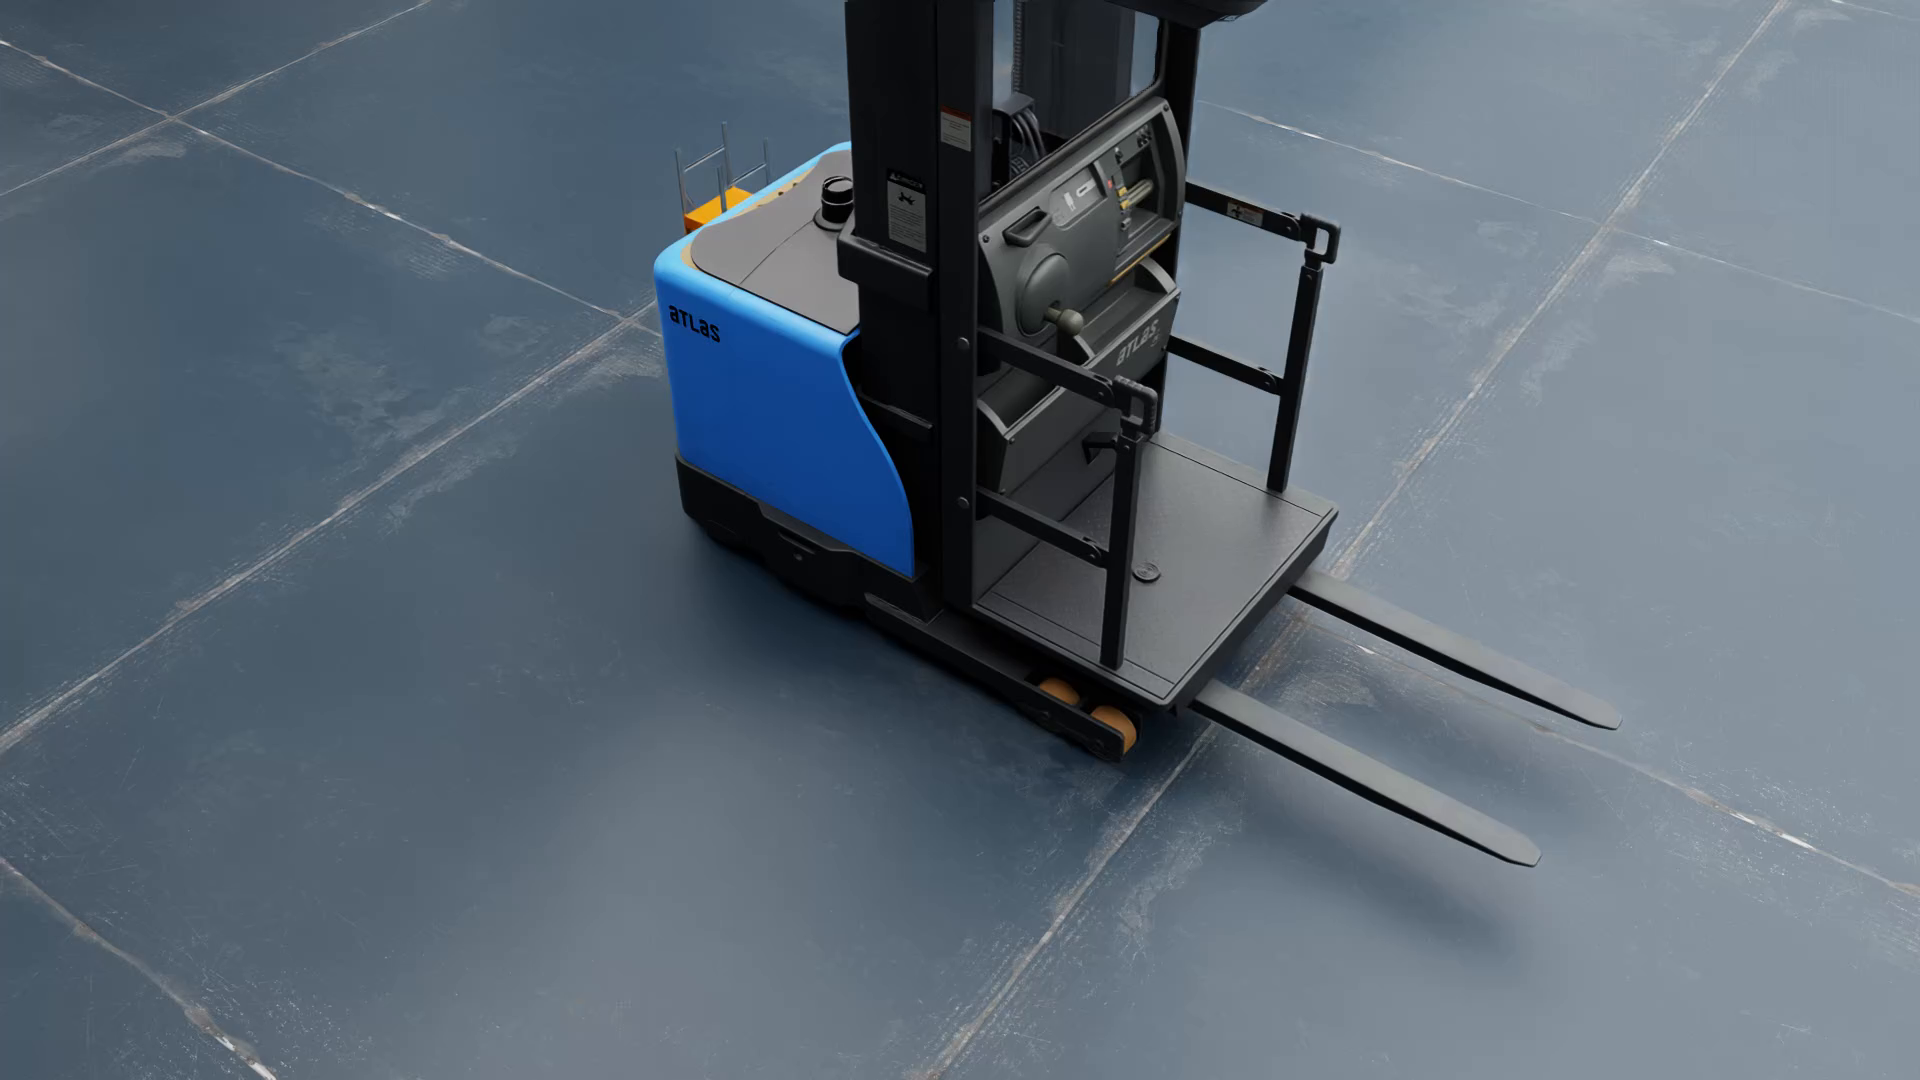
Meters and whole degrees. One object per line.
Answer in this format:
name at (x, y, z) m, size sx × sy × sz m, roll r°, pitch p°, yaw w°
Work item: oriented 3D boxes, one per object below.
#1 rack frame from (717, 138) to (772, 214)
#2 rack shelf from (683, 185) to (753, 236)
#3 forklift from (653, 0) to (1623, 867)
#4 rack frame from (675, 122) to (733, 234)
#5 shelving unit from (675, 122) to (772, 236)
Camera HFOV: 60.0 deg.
rack frame at (-0.697, -0.798, 5.742) m, size 0.006 × 1.200 × 0.240 m, roll 26°, pitch 48°, yaw 26°
rack shelf at (-0.771, -1.070, 5.573) m, size 0.180 × 0.103 × 0.258 m, roll 26°, pitch 48°, yaw 26°
forklift at (0.519, -0.834, 4.484) m, size 3.031 × 2.935 × 1.130 m, roll 26°, pitch 48°, yaw 26°
rack frame at (-0.844, -0.871, 5.824) m, size 0.006 × 1.200 × 0.240 m, roll 26°, pitch 48°, yaw 26°
shelving unit at (-0.771, -0.835, 5.783) m, size 0.189 × 1.200 × 0.258 m, roll 26°, pitch 48°, yaw 26°
